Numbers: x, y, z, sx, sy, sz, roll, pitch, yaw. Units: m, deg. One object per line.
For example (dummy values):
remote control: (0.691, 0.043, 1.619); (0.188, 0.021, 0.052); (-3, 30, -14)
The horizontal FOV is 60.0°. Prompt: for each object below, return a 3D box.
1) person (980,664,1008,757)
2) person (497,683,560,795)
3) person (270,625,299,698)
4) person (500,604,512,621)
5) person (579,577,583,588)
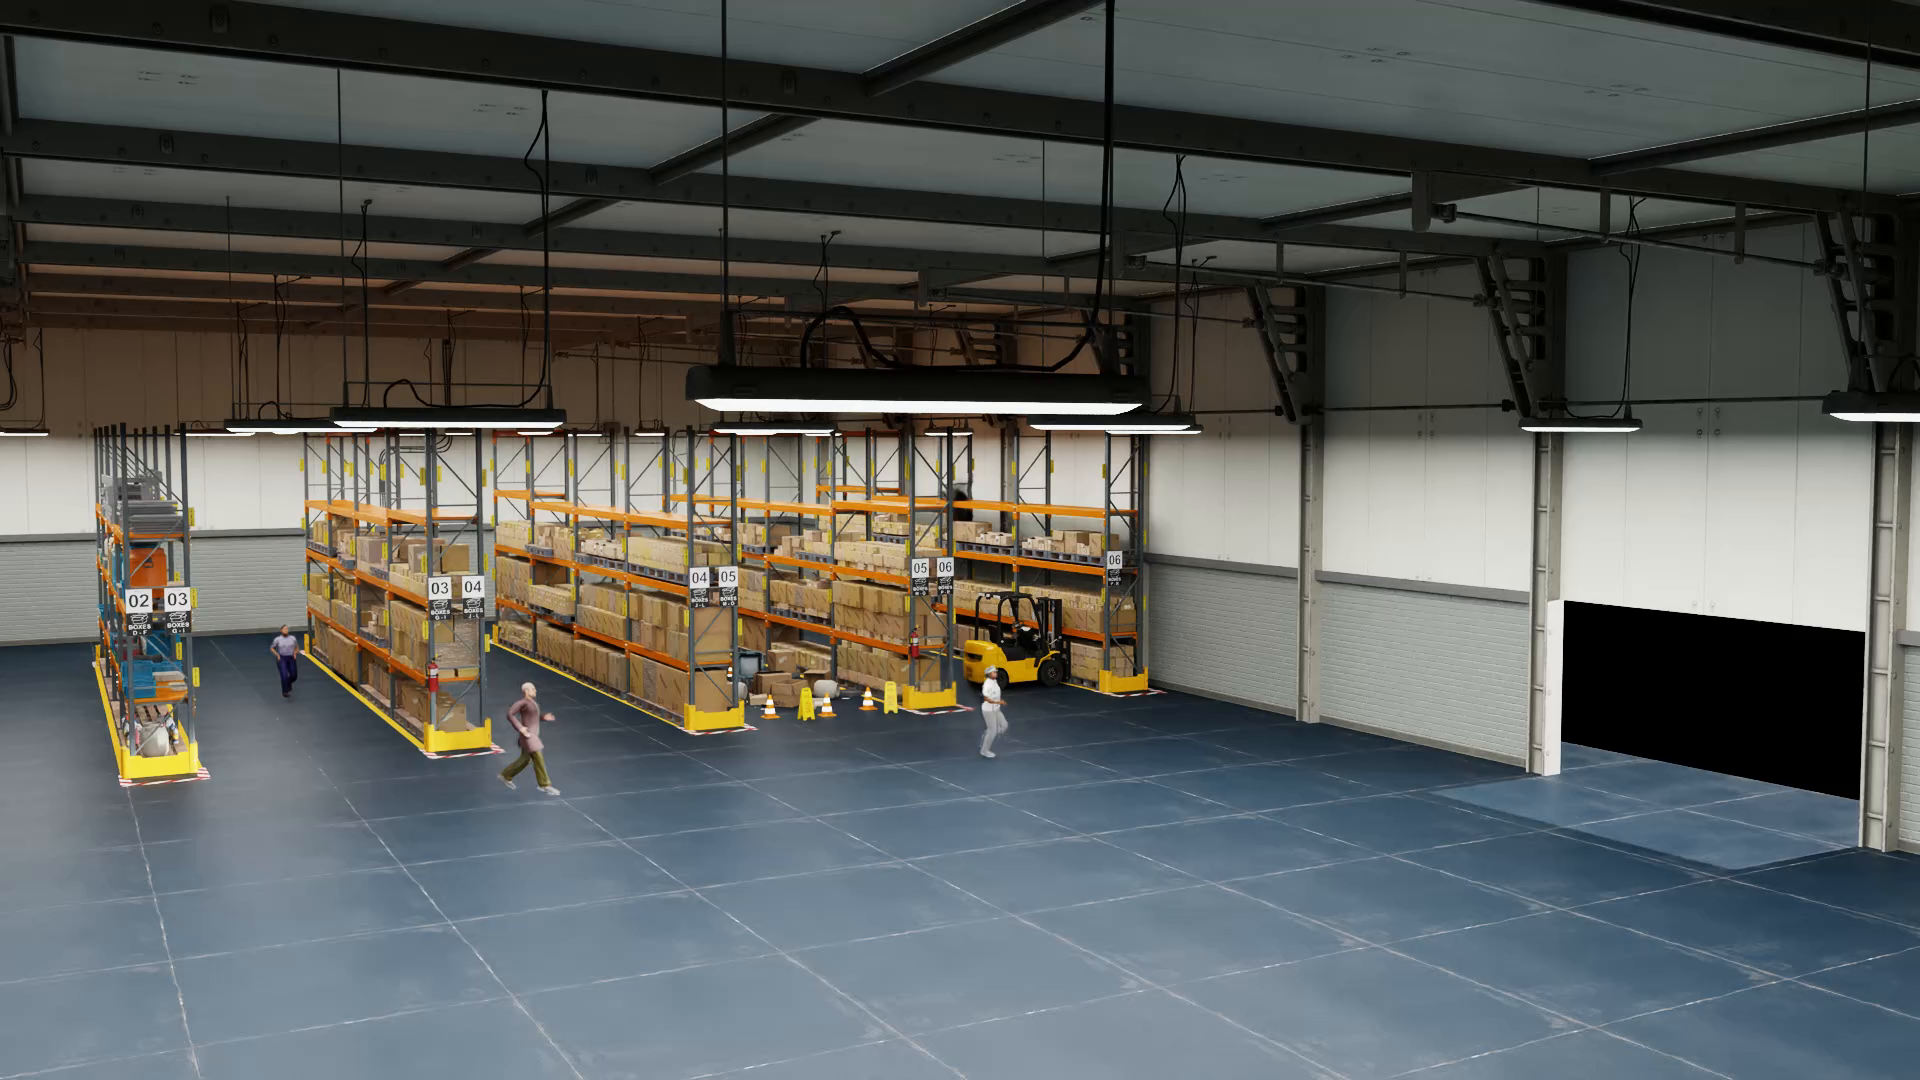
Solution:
person: (0.621, 3.070, 30.001); (0.528, 1.671, 0.624); (1, 4, 18)
person: (-6.955, 3.196, 26.781); (1.041, 1.805, 0.703); (0, 3, -1)
person: (-15.016, 2.684, 37.008); (0.606, 1.594, 0.580); (-2, 4, -36)
person: (-13.169, 1.998, 48.226); (0.522, 1.630, 0.779); (-1, 3, -9)
person: (-11.221, 1.928, 49.395); (0.635, 1.645, 0.580); (-1, 4, -23)
